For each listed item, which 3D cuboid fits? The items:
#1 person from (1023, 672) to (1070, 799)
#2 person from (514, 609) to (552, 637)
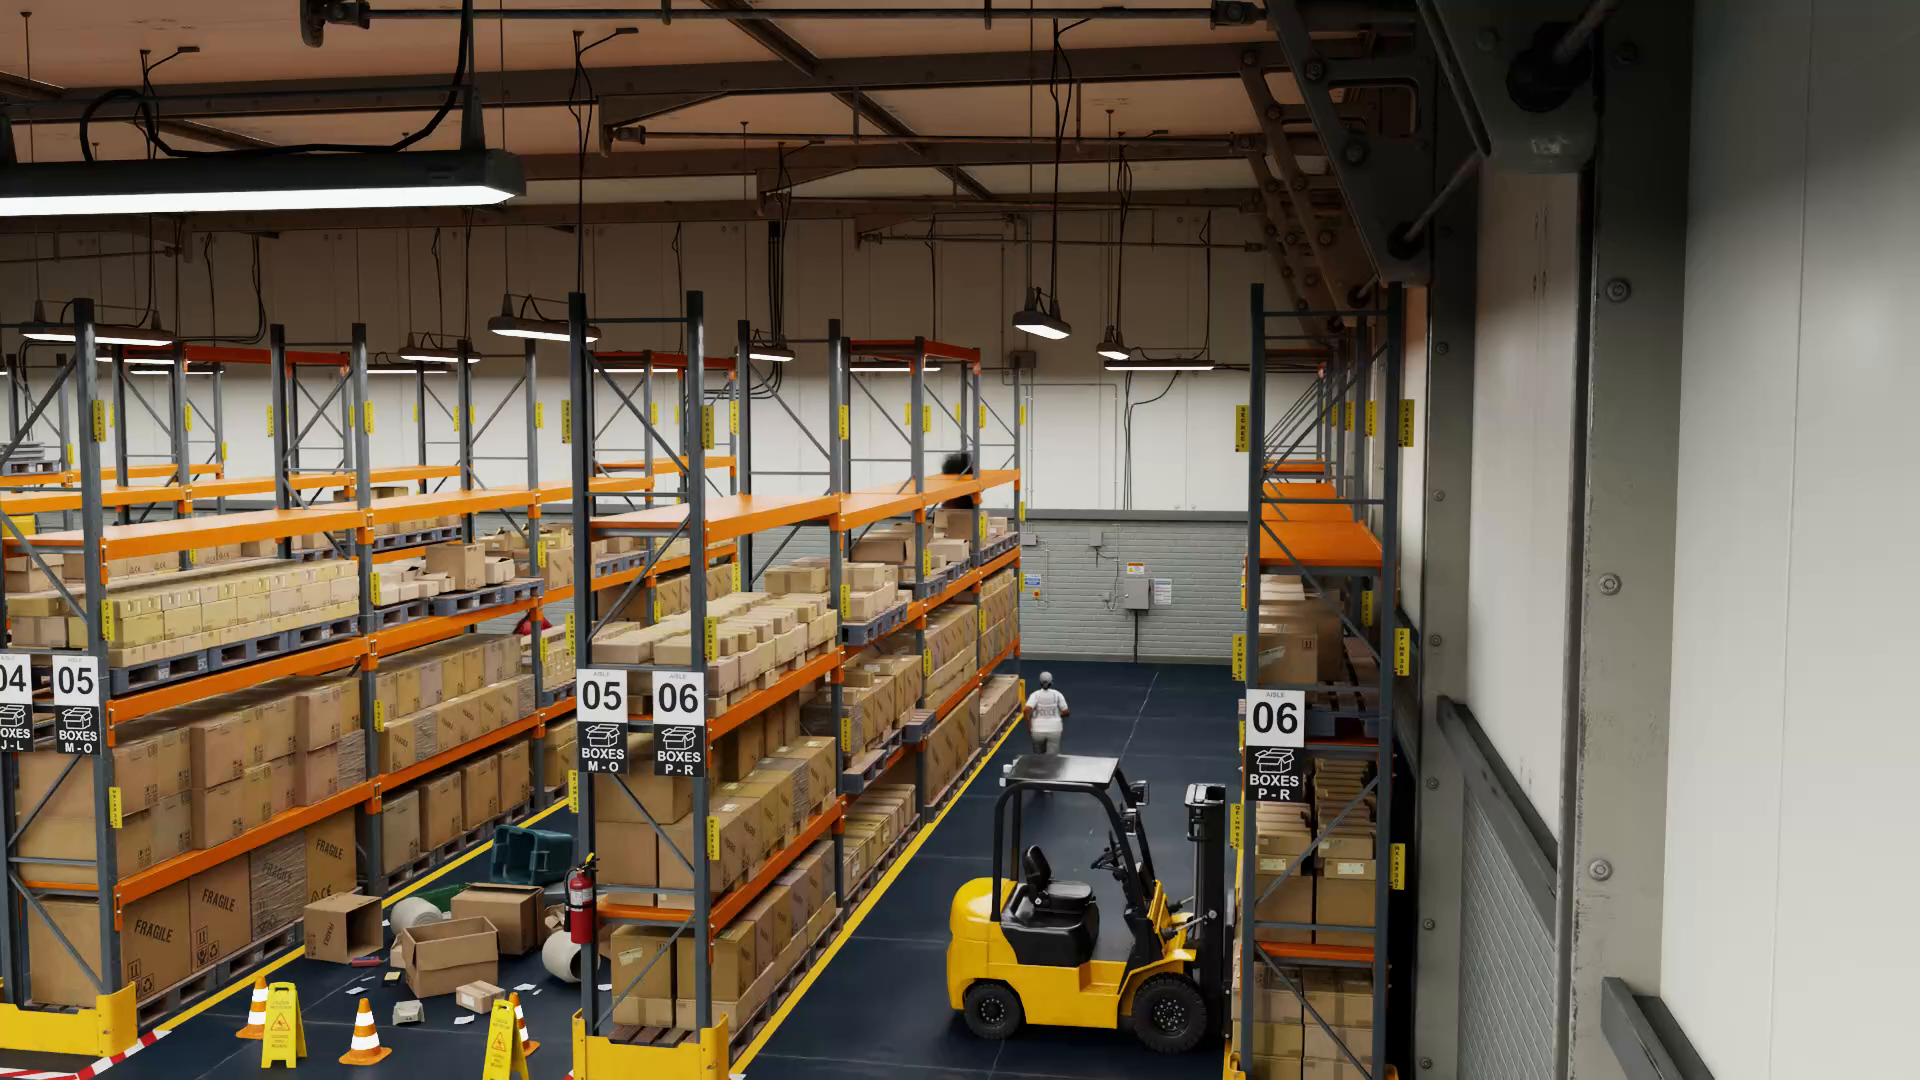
[{"bbox_3d":[1.139,2.582,21.846,0.596,1.696,0.849,1,5,8],"label":"person"},{"bbox_3d":[-7.548,1.967,29.506,0.707,1.663,0.513,-2,5,-20],"label":"person"}]
